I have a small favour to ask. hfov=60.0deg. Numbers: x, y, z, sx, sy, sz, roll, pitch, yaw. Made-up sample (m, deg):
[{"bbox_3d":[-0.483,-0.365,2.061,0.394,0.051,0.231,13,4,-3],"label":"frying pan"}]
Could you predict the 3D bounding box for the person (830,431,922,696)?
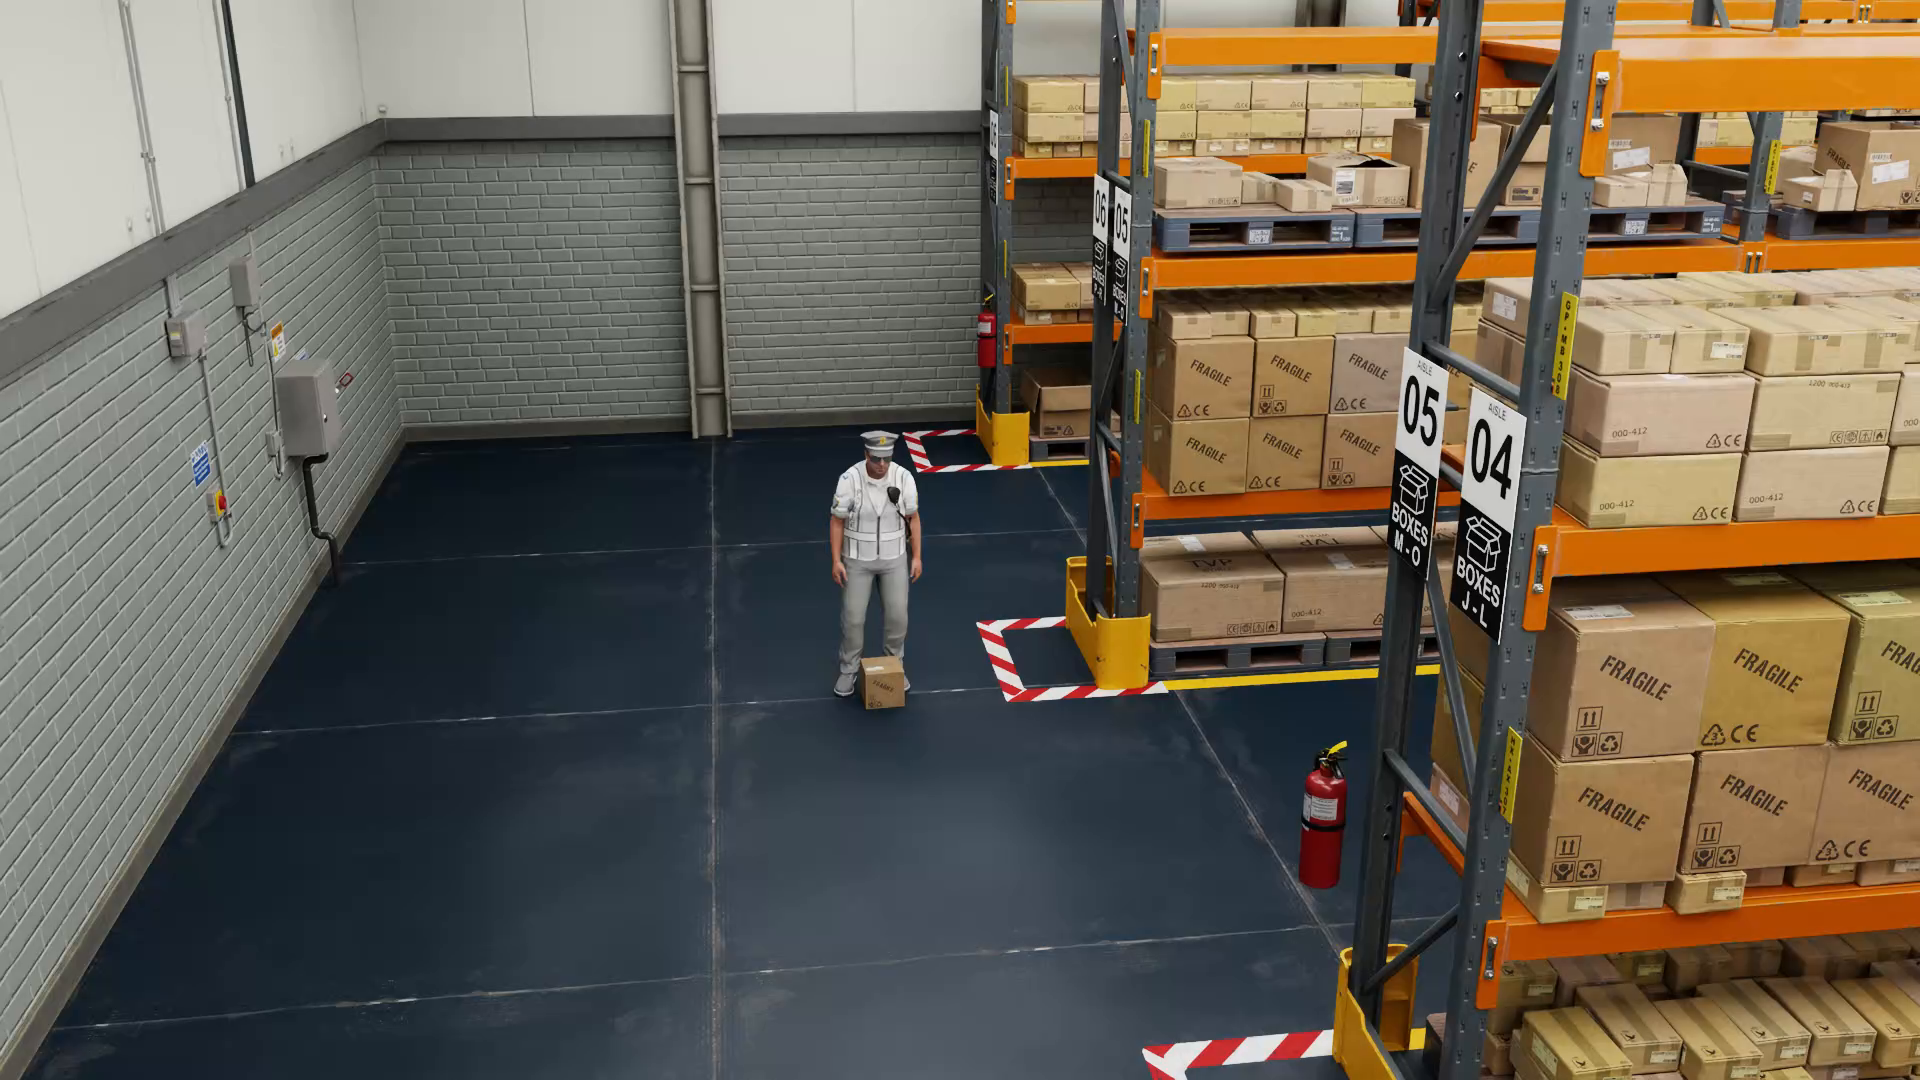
[{"bbox_3d":[-0.547,0.120,10.724,0.605,1.751,0.433,-4,20,-10],"label":"person"}]
